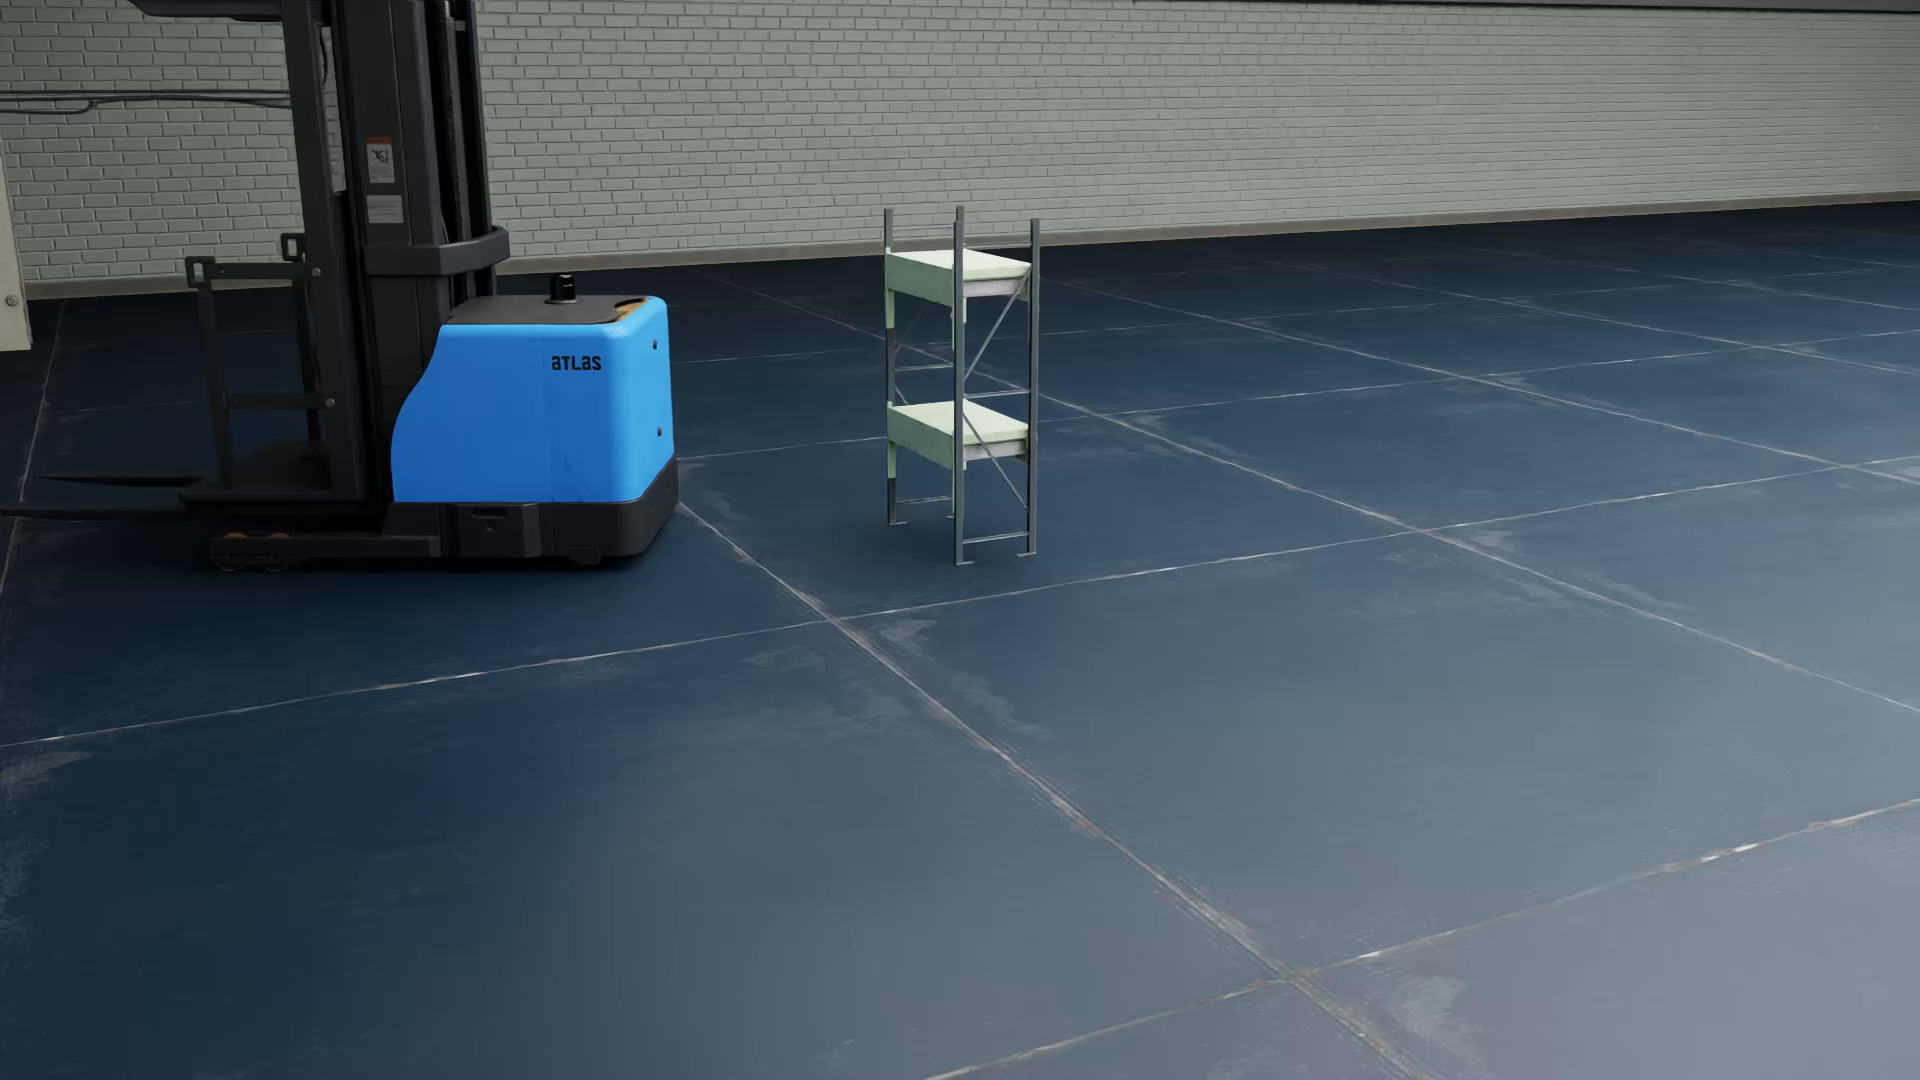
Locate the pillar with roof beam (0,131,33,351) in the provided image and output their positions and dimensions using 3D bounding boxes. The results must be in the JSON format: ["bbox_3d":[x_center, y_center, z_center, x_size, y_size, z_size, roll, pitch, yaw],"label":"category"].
[{"bbox_3d":[-3.568,-6.356,13.585,9.100,9.000,0.400,-8,18,-25],"label":"pillar with roof beam"}]

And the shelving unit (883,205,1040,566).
[{"bbox_3d":[-0.003,-0.723,7.550,0.431,1.500,0.755,-8,18,-25],"label":"shelving unit"}]

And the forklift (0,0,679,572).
[{"bbox_3d":[-2.897,-1.417,7.374,3.031,2.935,1.130,0,16,1],"label":"forklift"}]

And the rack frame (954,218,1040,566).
[{"bbox_3d":[0.157,-0.632,7.233,0.400,1.500,0.023,-8,18,-25],"label":"rack frame"}]

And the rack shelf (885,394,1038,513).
[{"bbox_3d":[-0.003,-0.409,7.639,0.431,0.370,0.720,-8,18,-25],"label":"rack shelf"}]

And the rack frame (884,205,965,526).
[{"bbox_3d":[-0.163,-0.813,7.866,0.400,1.500,0.023,-8,18,-25],"label":"rack frame"}]

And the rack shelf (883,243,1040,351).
[{"bbox_3d":[-0.003,-1.098,7.442,0.431,0.370,0.720,-8,18,-25],"label":"rack shelf"}]

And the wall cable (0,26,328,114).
[{"bbox_3d":[-7.540,-5.233,15.303,3.097,2.526,0.112,-8,18,-25],"label":"wall cable"}]
